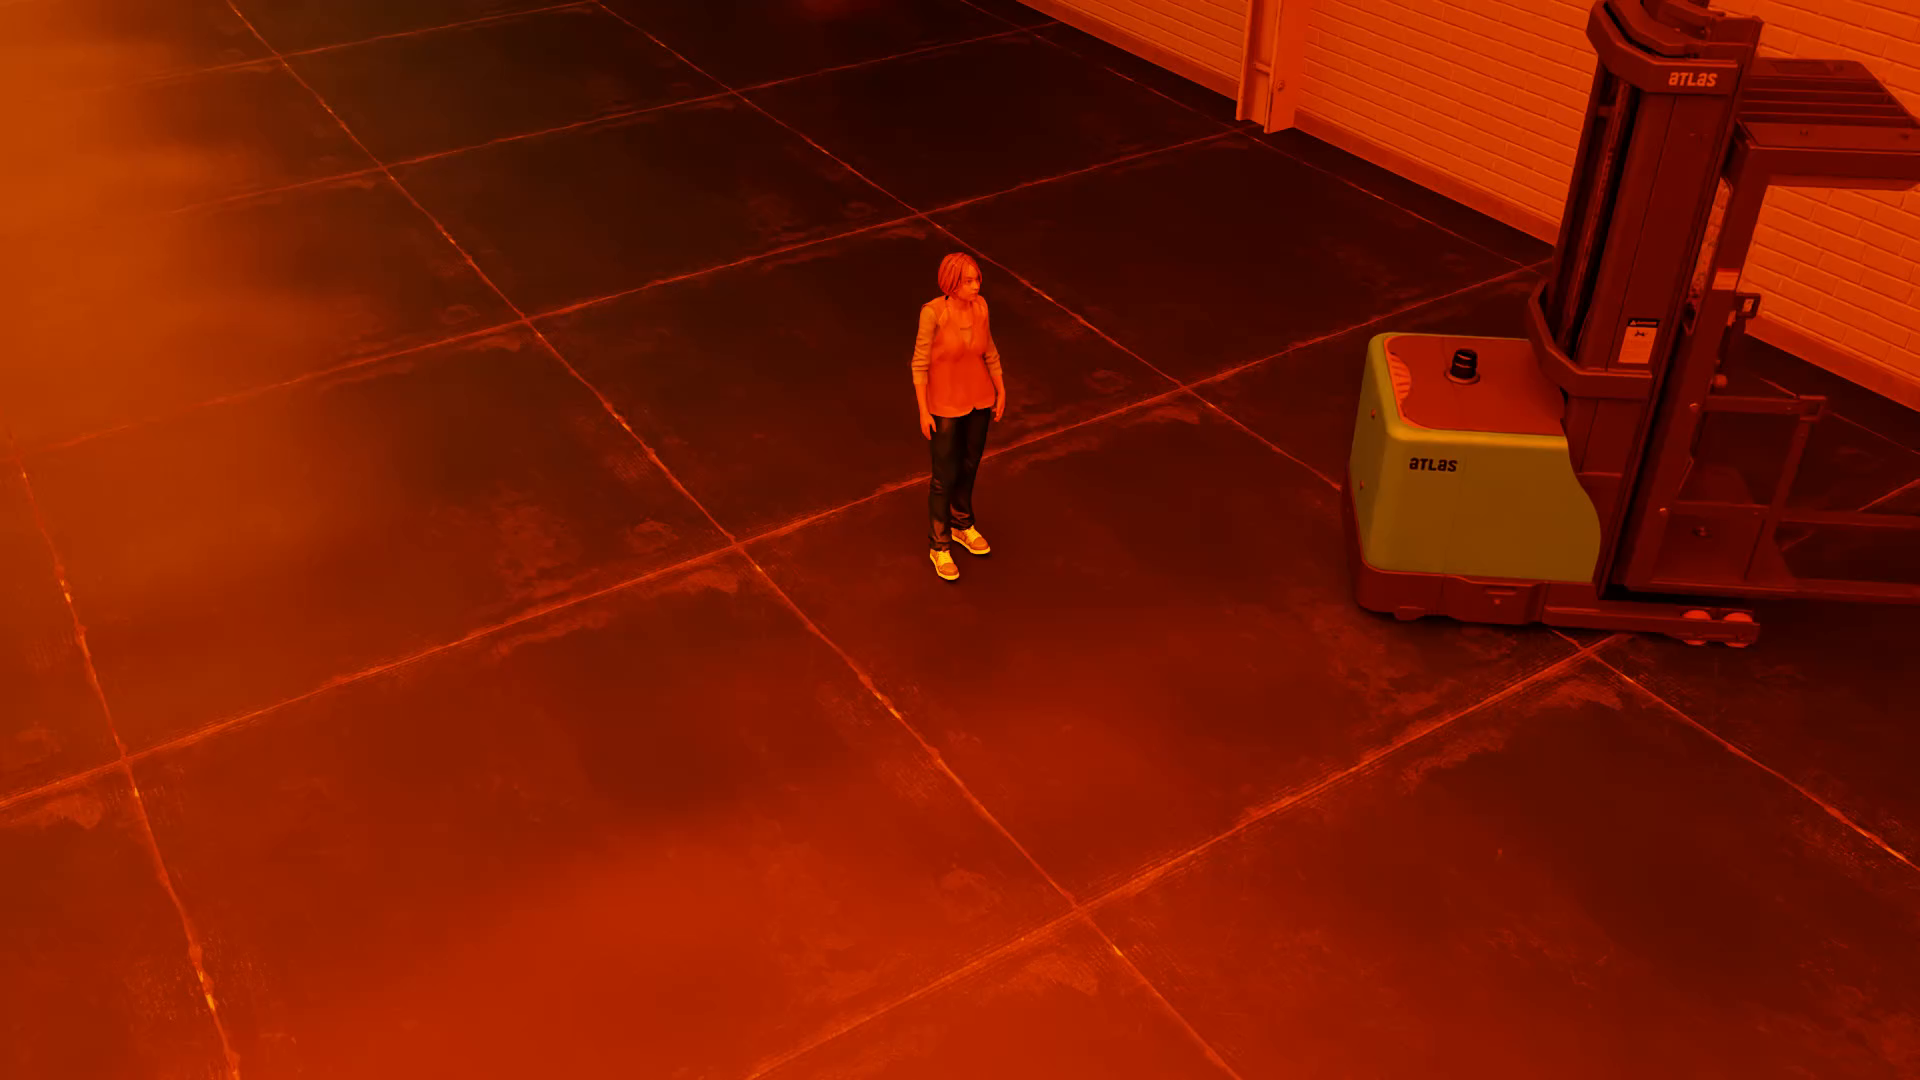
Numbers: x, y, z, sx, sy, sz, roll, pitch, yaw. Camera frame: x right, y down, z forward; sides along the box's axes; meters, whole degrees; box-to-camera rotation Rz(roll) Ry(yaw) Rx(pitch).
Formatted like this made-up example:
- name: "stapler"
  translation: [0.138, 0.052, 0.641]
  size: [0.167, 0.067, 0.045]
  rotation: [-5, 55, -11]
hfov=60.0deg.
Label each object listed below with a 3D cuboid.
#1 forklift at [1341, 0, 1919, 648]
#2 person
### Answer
- name: "forklift"
  translation: [3.490, -1.007, 7.581]
  size: [3.031, 2.935, 1.130]
  rotation: [3, 35, 5]
- name: "person"
  translation: [0.029, -0.619, 8.176]
  size: [0.520, 1.599, 0.473]
  rotation: [-21, 40, -27]
